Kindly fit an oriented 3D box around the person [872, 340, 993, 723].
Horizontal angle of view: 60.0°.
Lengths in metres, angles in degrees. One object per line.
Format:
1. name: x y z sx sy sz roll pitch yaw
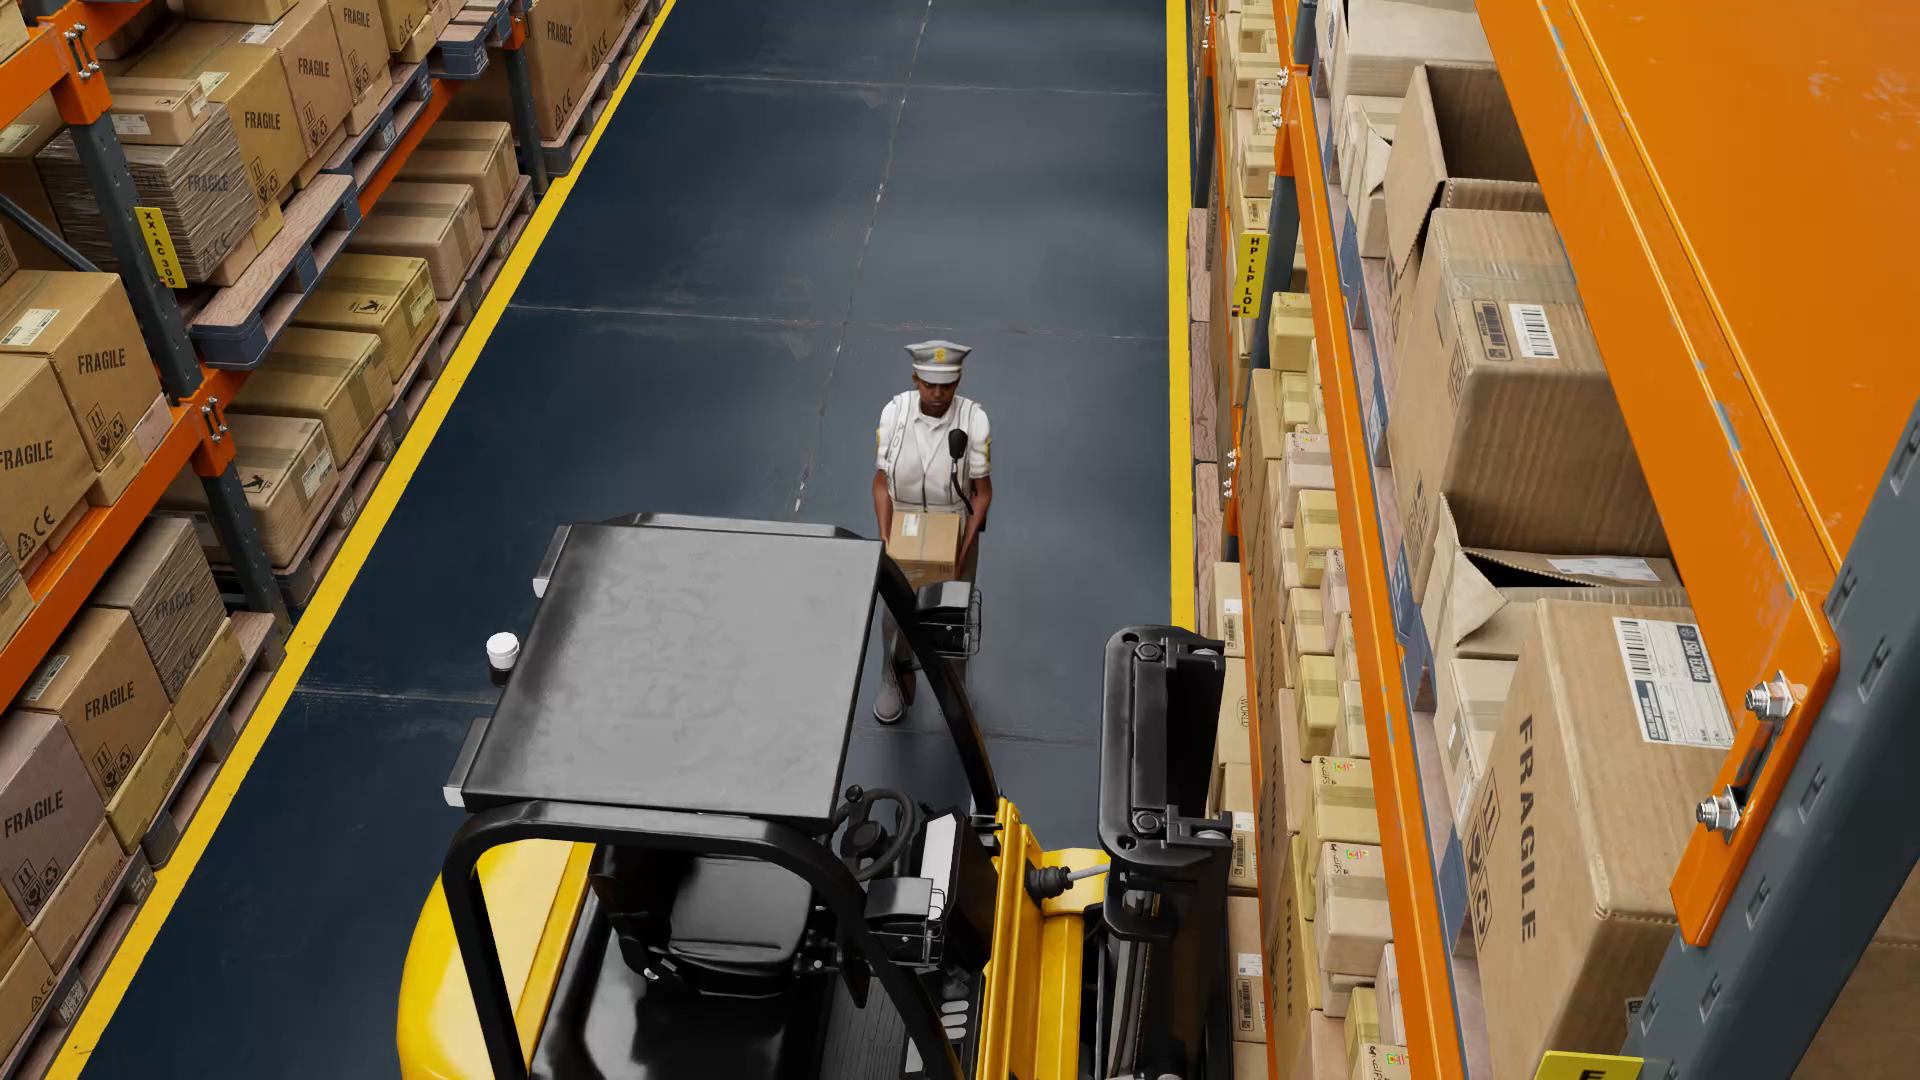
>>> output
1. person: -0.113 -0.003 6.421 0.471 1.702 0.522 3 40 4
